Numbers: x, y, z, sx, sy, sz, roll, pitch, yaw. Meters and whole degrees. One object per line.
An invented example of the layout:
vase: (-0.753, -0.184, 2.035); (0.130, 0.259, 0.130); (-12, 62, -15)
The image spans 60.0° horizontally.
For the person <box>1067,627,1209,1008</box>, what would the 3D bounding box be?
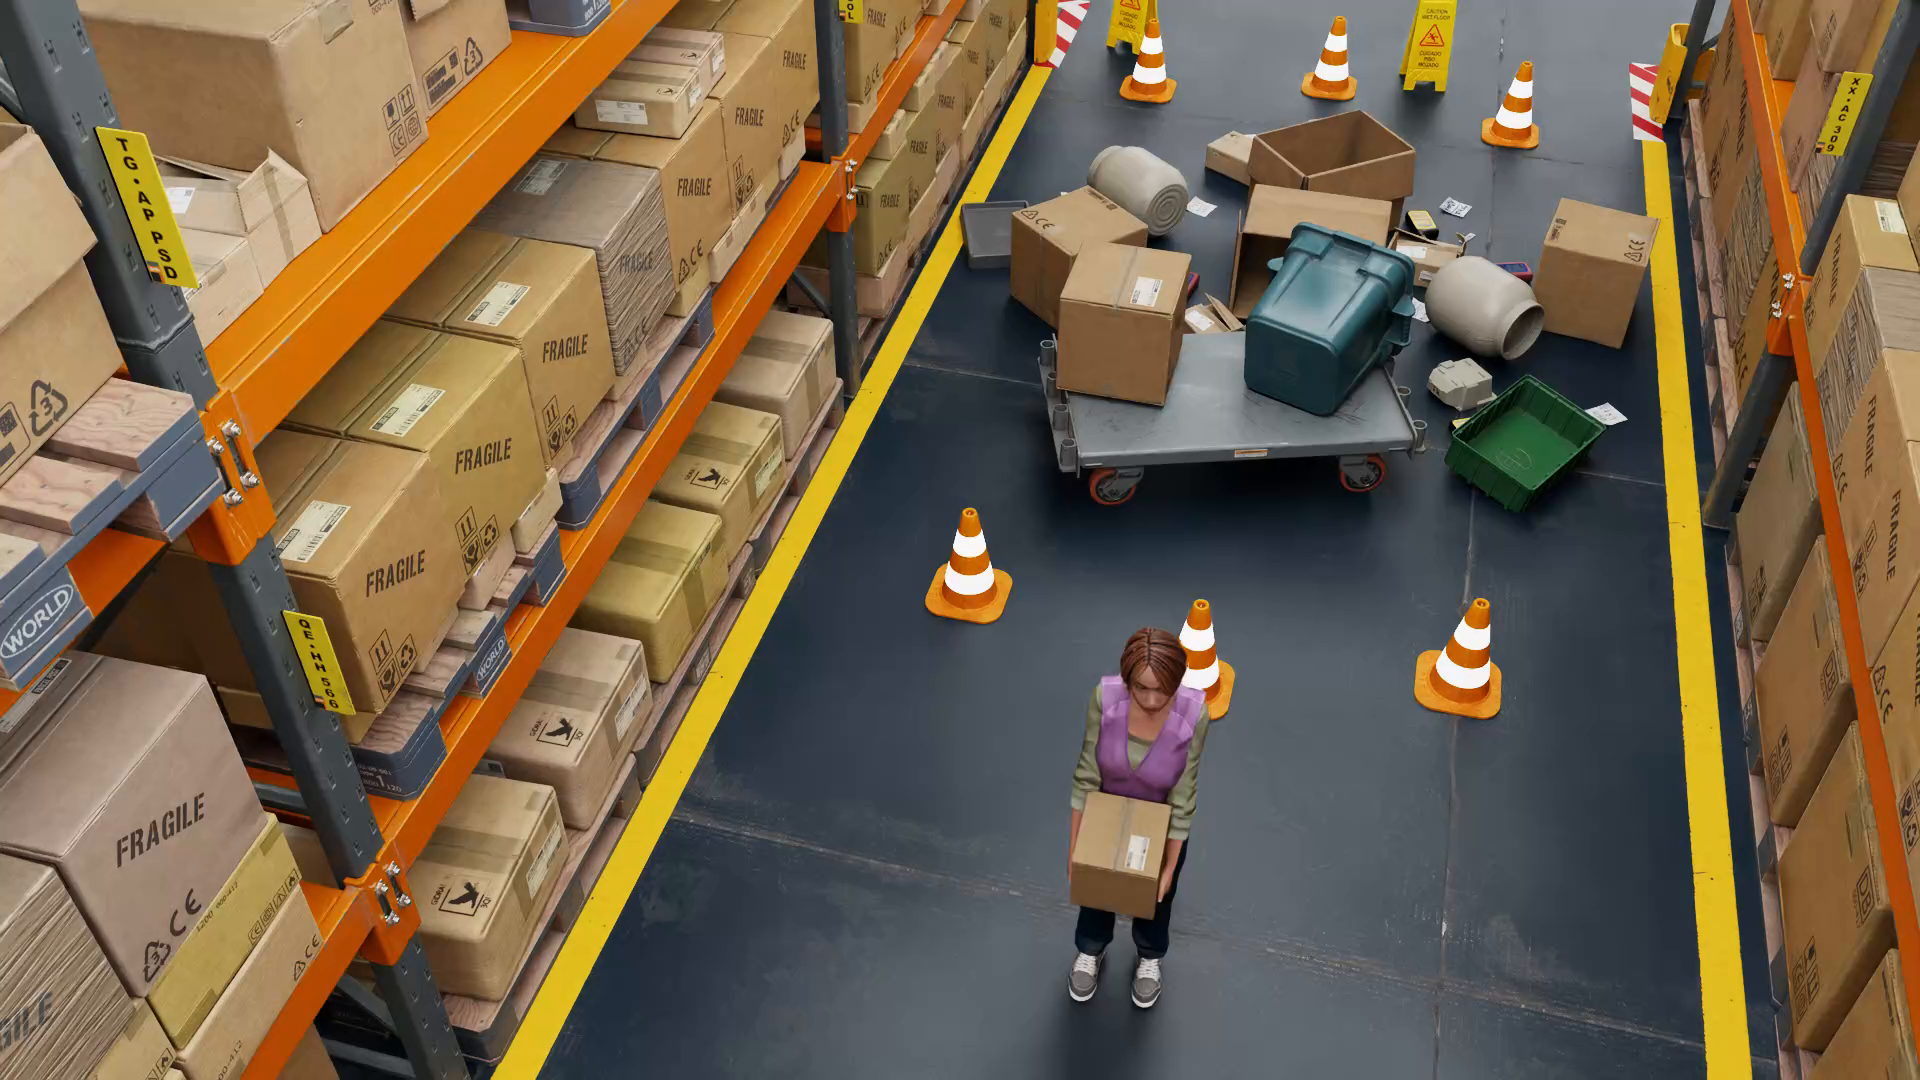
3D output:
person: (0.528, 0.916, 5.138); (0.375, 1.599, 0.504); (10, 42, 11)
